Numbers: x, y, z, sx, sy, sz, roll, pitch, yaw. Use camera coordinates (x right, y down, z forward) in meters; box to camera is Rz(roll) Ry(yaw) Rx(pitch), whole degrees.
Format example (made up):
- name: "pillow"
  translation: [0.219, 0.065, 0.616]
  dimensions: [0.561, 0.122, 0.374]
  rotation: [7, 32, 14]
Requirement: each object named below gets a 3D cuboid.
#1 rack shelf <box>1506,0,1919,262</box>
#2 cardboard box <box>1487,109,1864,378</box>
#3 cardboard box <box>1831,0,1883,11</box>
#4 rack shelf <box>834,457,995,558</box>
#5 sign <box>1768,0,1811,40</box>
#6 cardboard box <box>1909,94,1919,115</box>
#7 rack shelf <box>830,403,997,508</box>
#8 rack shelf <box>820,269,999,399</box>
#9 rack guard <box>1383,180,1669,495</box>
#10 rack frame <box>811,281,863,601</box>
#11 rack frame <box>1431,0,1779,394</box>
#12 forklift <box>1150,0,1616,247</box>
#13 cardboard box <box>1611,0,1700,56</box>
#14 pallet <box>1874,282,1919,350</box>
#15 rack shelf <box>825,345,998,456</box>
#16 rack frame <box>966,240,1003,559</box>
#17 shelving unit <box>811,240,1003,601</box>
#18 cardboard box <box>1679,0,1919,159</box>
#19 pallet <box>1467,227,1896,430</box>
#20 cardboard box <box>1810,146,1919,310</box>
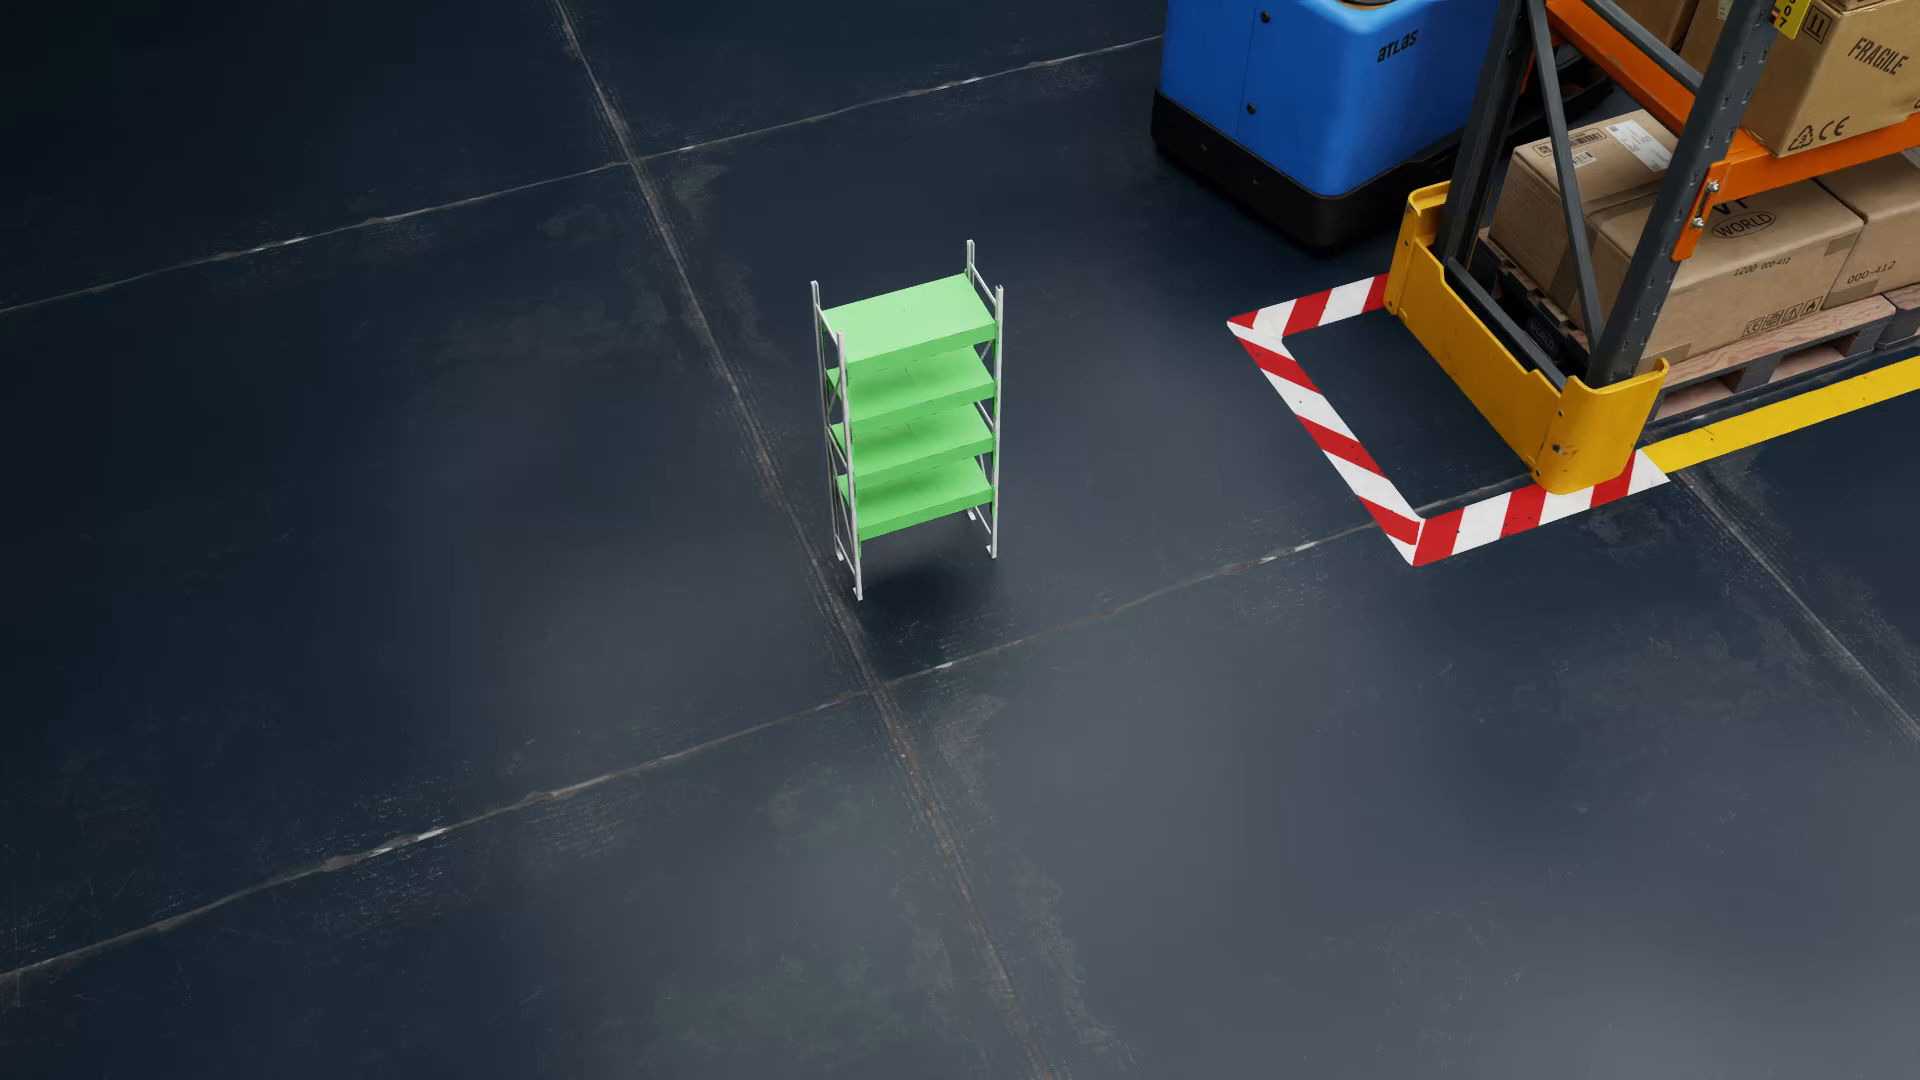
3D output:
- name: "rack shelf"
  translation: [3.900, -1.927, 5.902]
  dimensions: [4.000, 0.370, 1.077]
  rotation: [-17, 52, -14]
- name: "cardboard box"
  translation: [2.622, -1.150, 6.172]
  dimensions: [0.875, 0.438, 0.875]
  rotation: [-19, 52, -15]
- name: "cardboard box"
  translation: [2.601, -1.884, 4.666]
  dimensions: [0.500, 0.500, 0.500]
  rotation: [-18, 52, -15]
- name: "rack shelf"
  translation: [-0.153, -0.145, 5.485]
  dimensions: [0.480, 0.148, 0.258]
  rotation: [-17, 52, -14]
- name: "sign"
  translation: [2.253, -1.504, 4.442]
  dimensions: [0.005, 0.325, 0.100]
  rotation: [-17, 52, -14]
- name: "cardboard box"
  translation: [3.059, -1.721, 5.185]
  dimensions: [0.500, 0.500, 0.500]
  rotation: [-18, 52, -15]
- name: "rack shelf"
  translation: [-0.153, -0.302, 5.303]
  dimensions: [0.480, 0.148, 0.258]
  rotation: [-17, 52, -14]
- name: "rack shelf"
  translation: [-0.153, -0.615, 4.938]
  dimensions: [0.480, 0.148, 0.258]
  rotation: [-17, 52, -14]
- name: "rack guard"
  translation: [2.026, -0.767, 6.079]
  dimensions: [0.348, 0.500, 1.175]
  rotation: [-17, 52, -14]
- name: "rack frame"
  translation: [-0.379, -0.273, 5.194]
  dimensions: [0.015, 1.200, 0.240]
  rotation: [-17, 52, -14]
- name: "rack frame"
  translation: [2.049, -1.588, 5.137]
  dimensions: [0.127, 3.000, 1.000]
  rotation: [-17, 52, -14]
- name: "forklift"
  translation: [2.286, -3.078, 6.462]
  dimensions: [3.031, 2.935, 1.130]
  rotation: [-31, 56, -24]
- name: "cardboard box"
  translation: [2.395, -1.945, 5.377]
  dimensions: [0.500, 0.500, 0.500]
  rotation: [-17, 51, -14]
- name: "pallet"
  translation: [3.887, -1.311, 6.737]
  dimensions: [1.213, 0.211, 1.003]
  rotation: [-17, 52, -14]
- name: "rack shelf"
  translation: [-0.153, -0.458, 5.120]
  dimensions: [0.480, 0.148, 0.258]
  rotation: [-17, 52, -14]
- name: "rack frame"
  translation: [0.073, -0.413, 5.314]
  dimensions: [0.015, 1.200, 0.240]
  rotation: [-17, 52, -14]
- name: "shelving unit"
  translation: [-0.153, -0.343, 5.254]
  dimensions: [0.503, 1.200, 0.258]
  rotation: [-17, 52, -14]
- name: "cardboard box"
  translation: [2.602, -1.557, 5.044]
  dimensions: [0.500, 0.500, 0.500]
  rotation: [-18, 52, -15]
- name: "pallet"
  translation: [2.759, -0.964, 6.439]
  dimensions: [1.213, 0.211, 1.003]
  rotation: [-17, 52, -14]
- name: "cardboard box"
  translation: [3.466, -1.418, 6.403]
  dimensions: [0.875, 0.438, 0.875]
  rotation: [-16, 51, -13]
